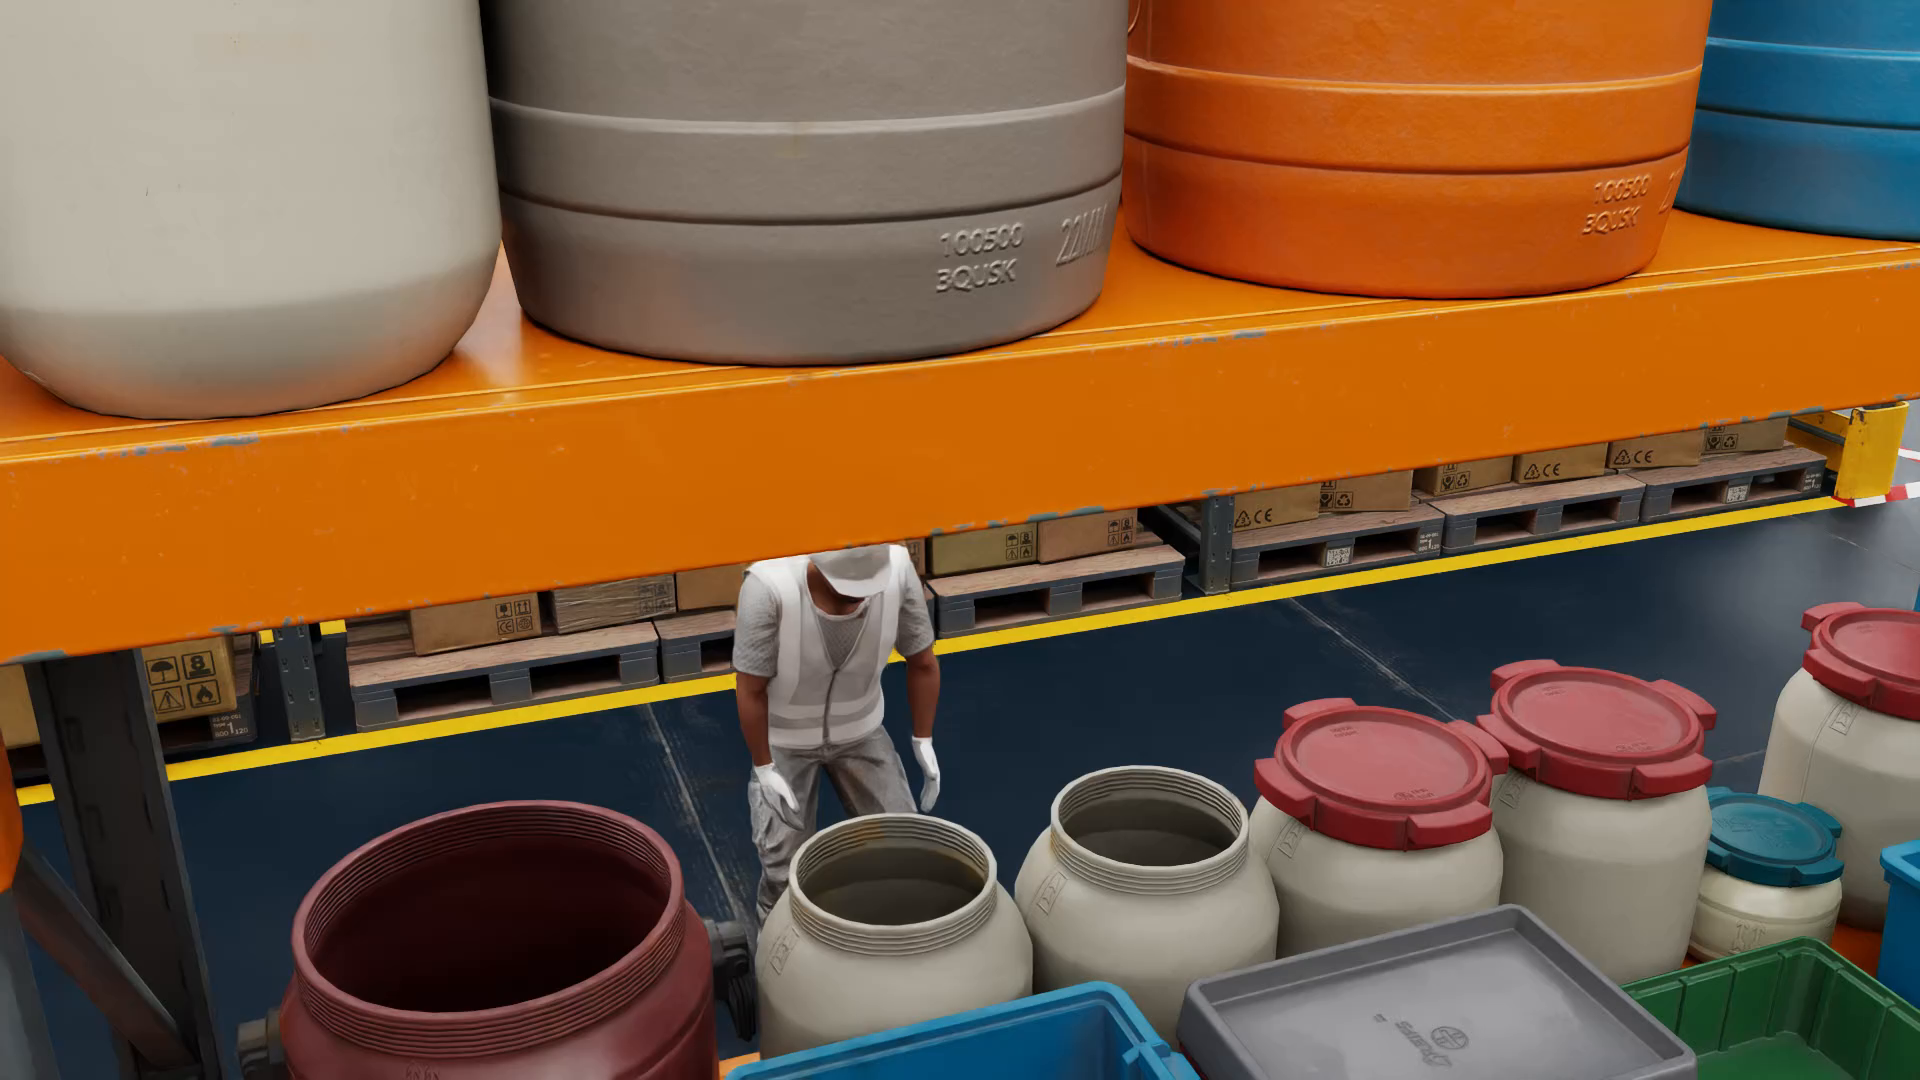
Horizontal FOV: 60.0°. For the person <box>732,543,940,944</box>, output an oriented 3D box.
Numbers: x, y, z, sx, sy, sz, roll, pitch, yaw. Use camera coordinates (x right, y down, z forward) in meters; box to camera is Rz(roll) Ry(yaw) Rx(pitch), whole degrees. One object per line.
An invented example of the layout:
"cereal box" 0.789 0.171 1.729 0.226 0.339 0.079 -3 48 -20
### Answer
"person" -0.354 0.596 4.828 0.598 1.624 0.606 -8 24 -18
